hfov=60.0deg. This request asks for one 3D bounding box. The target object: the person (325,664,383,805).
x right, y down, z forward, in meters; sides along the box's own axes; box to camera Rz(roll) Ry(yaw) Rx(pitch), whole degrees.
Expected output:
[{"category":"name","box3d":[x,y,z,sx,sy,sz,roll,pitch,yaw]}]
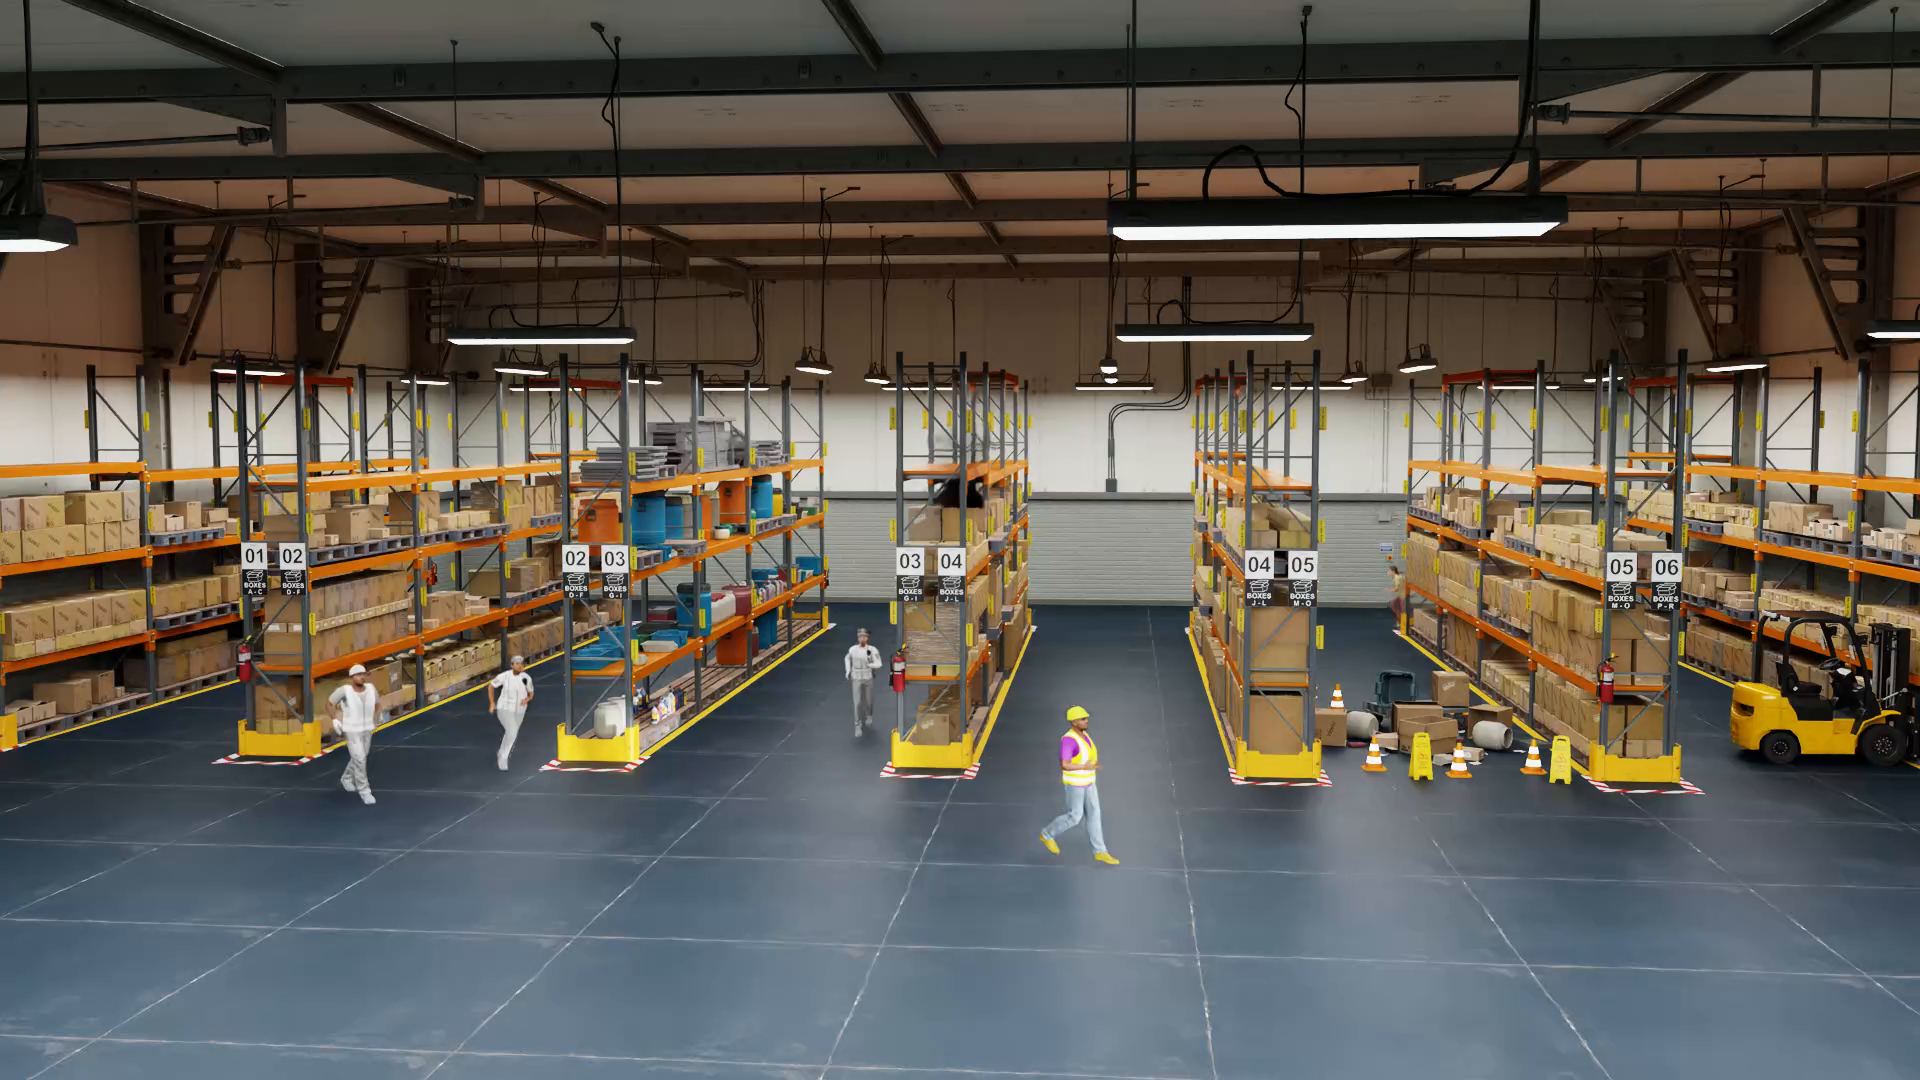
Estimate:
[{"category":"person","box3d":[-7.979,2.541,22.041,0.915,1.805,0.676,3,5,37]}]

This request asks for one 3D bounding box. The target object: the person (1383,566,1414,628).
[{"category":"person","box3d":[10.677,1.385,40.278,0.874,1.530,0.598,0,4,7]}]

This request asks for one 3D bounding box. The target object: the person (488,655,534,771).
[{"category":"person","box3d":[-6.425,2.474,23.984,0.602,1.605,0.629,-3,5,-37]}]

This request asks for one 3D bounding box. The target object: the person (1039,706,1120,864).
[{"category":"person","box3d":[1.351,2.758,18.805,0.970,1.760,0.698,2,5,31]}]

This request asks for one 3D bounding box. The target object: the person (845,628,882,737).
[{"category":"person","box3d":[-1.553,2.245,26.641,0.611,1.676,0.940,0,4,0]}]
